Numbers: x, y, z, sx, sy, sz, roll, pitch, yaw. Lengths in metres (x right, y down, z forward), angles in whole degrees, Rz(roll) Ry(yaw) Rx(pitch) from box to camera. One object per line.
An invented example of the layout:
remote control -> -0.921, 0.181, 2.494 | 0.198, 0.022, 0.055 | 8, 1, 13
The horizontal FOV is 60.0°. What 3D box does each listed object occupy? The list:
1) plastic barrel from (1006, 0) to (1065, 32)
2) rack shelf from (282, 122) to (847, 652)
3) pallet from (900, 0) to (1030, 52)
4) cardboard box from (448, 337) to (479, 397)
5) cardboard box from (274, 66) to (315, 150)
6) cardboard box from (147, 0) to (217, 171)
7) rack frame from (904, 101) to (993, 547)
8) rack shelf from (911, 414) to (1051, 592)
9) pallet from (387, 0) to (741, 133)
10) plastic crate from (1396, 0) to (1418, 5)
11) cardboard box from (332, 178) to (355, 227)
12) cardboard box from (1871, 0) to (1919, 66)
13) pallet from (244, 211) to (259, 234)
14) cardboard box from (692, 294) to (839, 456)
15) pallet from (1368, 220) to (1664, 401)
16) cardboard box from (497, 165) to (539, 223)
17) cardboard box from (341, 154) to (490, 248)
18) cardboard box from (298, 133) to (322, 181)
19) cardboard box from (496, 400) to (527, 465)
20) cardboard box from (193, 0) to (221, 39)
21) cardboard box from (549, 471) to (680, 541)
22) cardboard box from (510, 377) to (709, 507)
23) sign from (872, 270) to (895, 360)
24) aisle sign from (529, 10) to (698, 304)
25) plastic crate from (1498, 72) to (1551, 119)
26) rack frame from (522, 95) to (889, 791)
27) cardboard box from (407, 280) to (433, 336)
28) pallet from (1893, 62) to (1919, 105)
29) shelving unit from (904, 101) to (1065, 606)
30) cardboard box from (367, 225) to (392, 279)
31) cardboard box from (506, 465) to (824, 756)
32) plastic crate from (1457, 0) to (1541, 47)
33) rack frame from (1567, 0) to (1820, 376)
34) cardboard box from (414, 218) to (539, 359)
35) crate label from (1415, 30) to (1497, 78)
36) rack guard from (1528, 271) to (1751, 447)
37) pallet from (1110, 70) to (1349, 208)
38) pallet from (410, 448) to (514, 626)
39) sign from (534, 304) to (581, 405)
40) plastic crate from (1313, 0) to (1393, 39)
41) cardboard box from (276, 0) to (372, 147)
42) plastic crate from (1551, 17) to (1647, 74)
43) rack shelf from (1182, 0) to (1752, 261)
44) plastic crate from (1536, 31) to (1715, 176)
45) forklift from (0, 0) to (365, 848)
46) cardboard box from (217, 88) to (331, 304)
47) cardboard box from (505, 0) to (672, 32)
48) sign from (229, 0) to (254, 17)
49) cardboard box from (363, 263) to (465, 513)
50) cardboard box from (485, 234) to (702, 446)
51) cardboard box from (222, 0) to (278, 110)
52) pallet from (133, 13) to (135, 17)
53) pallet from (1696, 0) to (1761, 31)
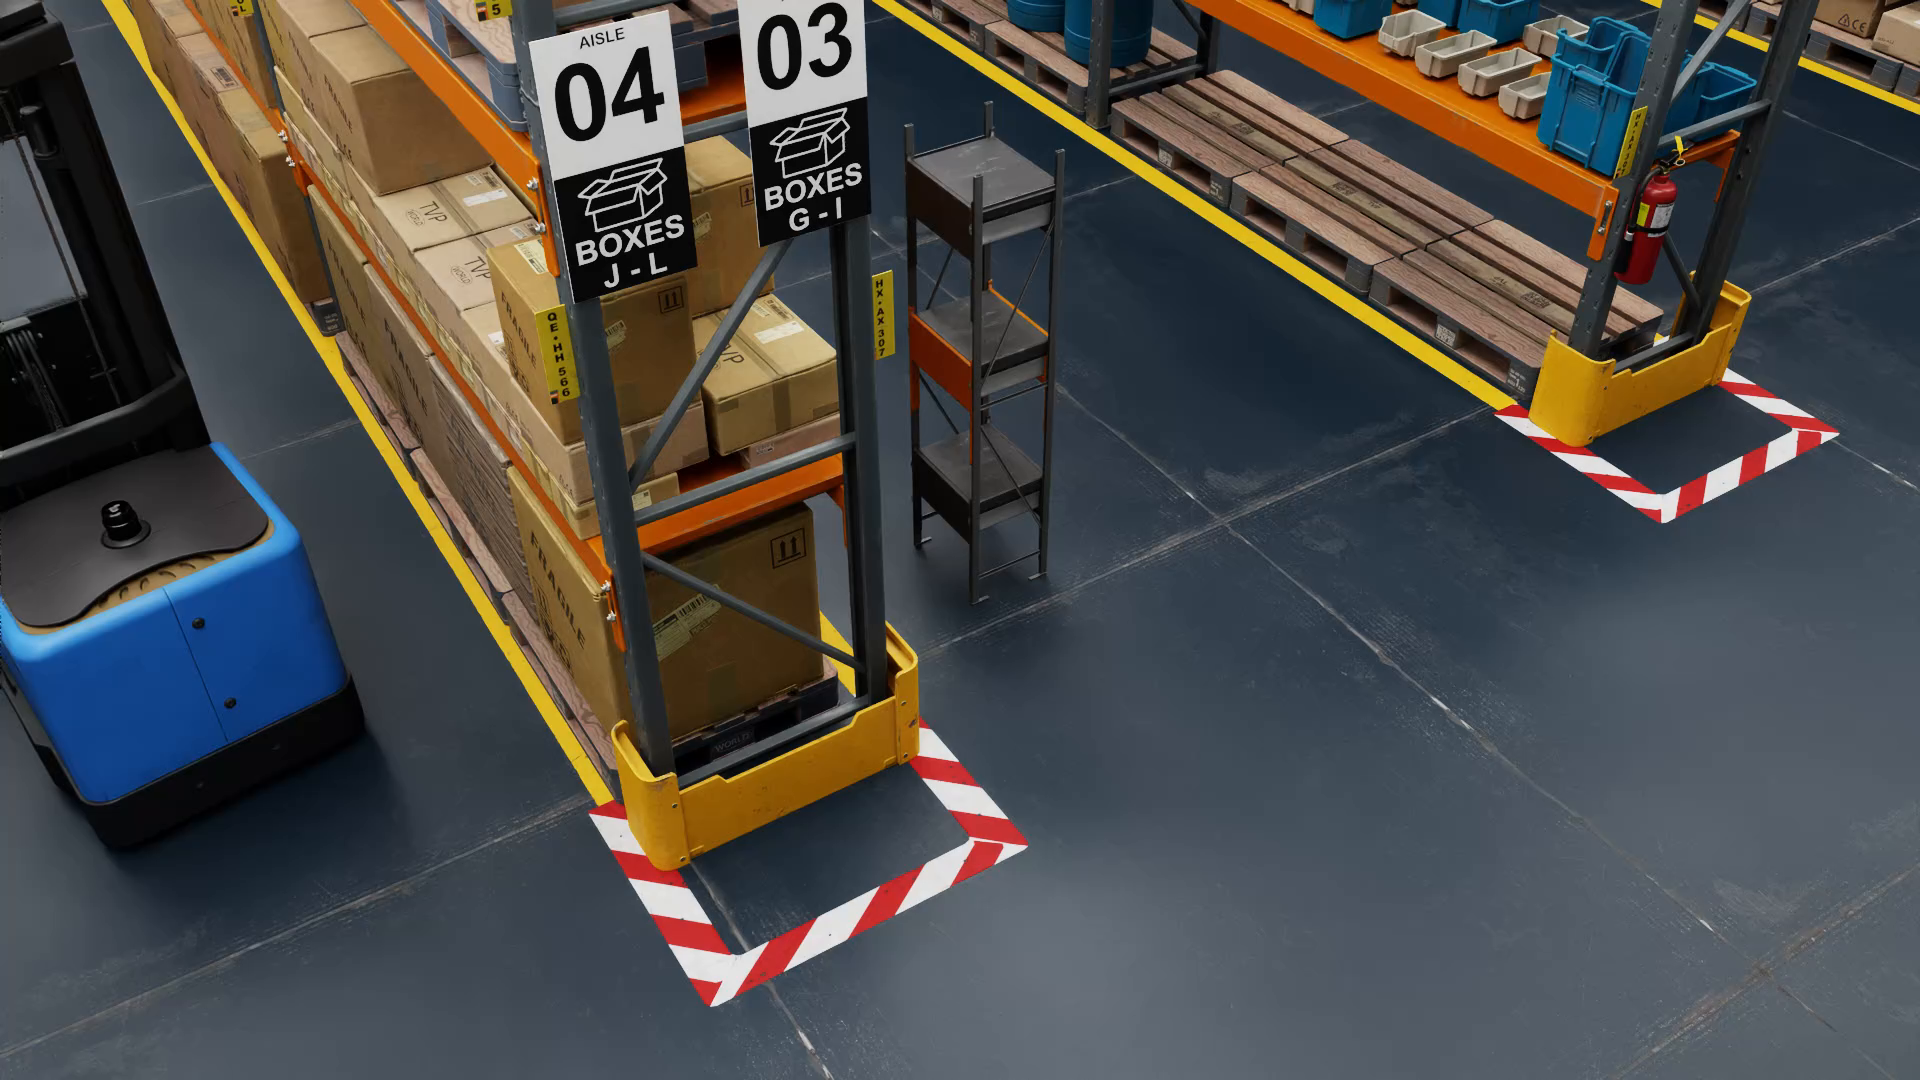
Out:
plastic barrel -> 0.630, -4.098, 11.635 | 0.600, 0.901, 0.708 | -22, 45, -24
rack shelf -> -1.812, -1.000, 7.169 | 1.077, 0.370, 4.000 | -22, 45, -24
pallet -> 0.249, -4.079, 12.481 | 1.003, 0.211, 1.213 | -22, 45, -24
cardboard box -> -1.756, -0.730, 6.479 | 0.380, 0.149, 0.250 | -23, 45, -25
cardboard box -> -2.855, -2.069, 7.774 | 0.500, 0.250, 0.500 | -23, 45, -25
cardboard box -> -4.211, -2.997, 10.335 | 1.225, 0.875, 0.875 | -22, 45, -24
rack frame -> -0.042, -0.849, 7.129 | 0.400, 2.100, 0.015 | -22, 45, -24
rack shelf -> 0.089, -0.169, 7.427 | 0.431, 0.518, 0.480 | -22, 45, -24
pallet -> -1.144, -1.712, 5.187 | 1.003, 0.211, 1.213 | -22, 45, -24
plastic crate -> 2.479, -3.146, 9.342 | 0.293, 0.136, 0.466 | -22, 45, -24
cardboard box -> -2.582, -1.560, 7.475 | 0.380, 0.149, 0.250 | -23, 45, -26
cardboard box -> 6.633, -3.449, 11.350 | 0.500, 0.250, 0.500 | -22, 45, -24
pallet -> -4.025, -2.334, 10.386 | 1.003, 0.211, 1.213 | -22, 45, -24
cardboard box -> -0.767, -0.606, 6.018 | 0.500, 0.250, 0.500 | -23, 45, -25
pallet -> 3.029, -1.289, 9.132 | 1.003, 0.211, 1.213 | -22, 45, -24
cardboard box -> -1.604, -1.436, 7.015 | 0.500, 0.250, 0.500 | -23, 45, -25
cardboard box -> -2.309, -1.521, 7.117 | 0.500, 0.250, 0.500 | -21, 44, -23
cardboard box -> -2.867, -1.843, 7.815 | 0.380, 0.149, 0.250 | -24, 45, -26
cardboard box -> -1.481, -0.456, 6.150 | 0.380, 0.149, 0.250 | -22, 45, -24
cardboard box -> -3.916, -3.102, 9.051 | 0.500, 0.500, 0.500 | -23, 45, -25
cardboard box -> -1.205, -0.179, 5.818 | 0.380, 0.149, 0.250 | -21, 44, -24
cardboard box -> -1.220, -0.424, 5.800 | 0.500, 0.250, 0.500 | -23, 45, -25
sign -> -0.265, -0.748, 5.566 | 0.100, 0.325, 0.005 | -22, 45, -24
aisle sign -> -0.950, -1.054, 4.640 | 0.394, 0.787, 0.004 | -22, 45, -24
plastic crate -> 2.849, -2.201, 8.208 | 0.396, 0.136, 0.243 | -22, 45, -24
rack frame -> -0.736, -0.197, 5.643 | 1.000, 3.000, 0.127 | -22, 45, -24
cardboard box -> -2.027, -1.004, 6.808 | 0.380, 0.149, 0.250 | -21, 44, -24
pallet -> 7.148, -3.004, 11.191 | 1.003, 0.211, 1.213 | -22, 45, -24
shelving unit -> 0.089, -0.717, 6.971 | 0.431, 2.100, 0.503 | -22, 45, -24
cardboard box -> -2.311, -1.286, 7.146 | 0.380, 0.149, 0.250 | -22, 44, -24
cardboard box -> -1.148, 0.140, 6.570 | 0.875, 0.875, 0.875 | -22, 45, -24
plastic crate -> 2.877, -2.818, 8.872 | 0.416, 0.233, 0.300 | -22, 45, -24
rack frame -> 3.440, -1.902, 7.689 | 1.000, 3.000, 0.127 | -22, 45, -24
cardboard box -> -1.767, -0.972, 6.459 | 0.500, 0.250, 0.500 | -24, 45, -26
crate label -> 2.535, -2.505, 8.572 | 0.396, 0.136, 0.243 | -22, 45, -24
rack guard -> 3.464, -0.933, 8.479 | 1.175, 0.500, 0.348 | -22, 45, -24
pallet -> 1.717, -2.606, 10.712 | 1.003, 0.211, 1.213 | -22, 45, -24
pallet -> -1.884, -0.188, 7.811 | 1.003, 0.211, 1.213 | -22, 45, -24
sign -> -1.201, -0.553, 4.982 | 0.100, 0.325, 0.005 | -22, 45, -24
plastic crate -> 2.119, -2.881, 8.948 | 0.416, 0.233, 0.300 | -22, 45, -24
cardboard box -> -2.587, -2.086, 7.209 | 0.500, 0.500, 0.500 | -22, 45, -24
plastic crate -> 3.231, -2.462, 8.446 | 0.416, 0.233, 0.300 | -22, 45, -24
rack shelf -> 2.364, -2.705, 9.215 | 1.077, 0.370, 4.000 | -22, 45, -24
plastic crate -> 3.102, -2.055, 7.798 | 0.616, 0.435, 0.499 | -22, 45, -24
forklift -> -3.754, -0.842, 6.471 | 1.130, 2.935, 3.031 | -28, 48, -30
cardboard box -> -3.248, -2.040, 9.186 | 1.225, 0.875, 0.875 | -22, 45, -24
cardboard box -> -1.061, -1.850, 4.799 | 0.700, 0.500, 0.500 | -25, 46, -27
sign -> -3.339, -2.578, 7.658 | 0.100, 0.325, 0.005 | -22, 45, -24
cardboard box -> -2.116, -0.831, 7.736 | 0.875, 0.875, 0.875 | -22, 45, -24
cardboard box -> -1.220, -0.714, 5.563 | 0.500, 0.500, 0.500 | -22, 44, -24
cardboard box -> -3.369, -2.553, 8.392 | 0.500, 0.500, 0.500 | -22, 45, -24
pallet -> -5.457, -3.866, 12.224 | 1.003, 0.211, 1.213 | -22, 45, -24
pallet -> 5.836, -4.321, 12.771 | 1.003, 0.211, 1.213 | -22, 45, -24
